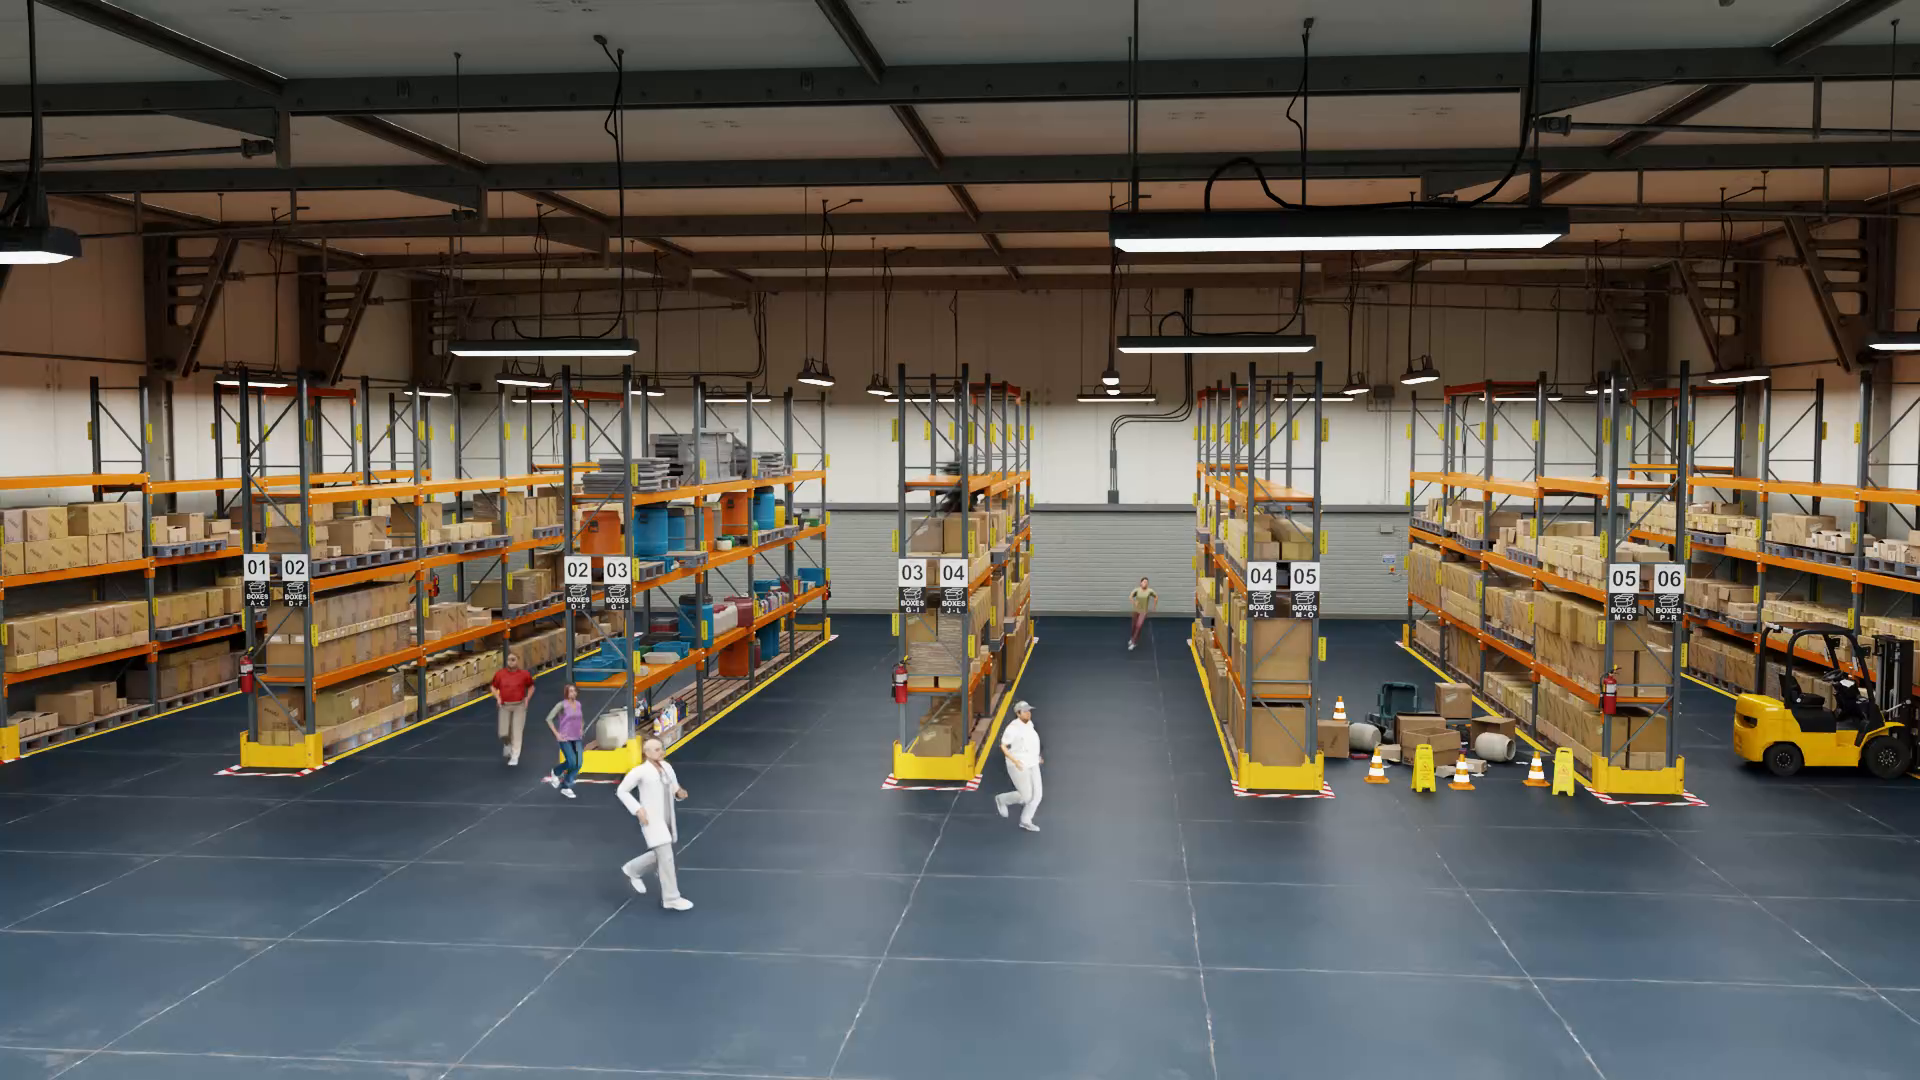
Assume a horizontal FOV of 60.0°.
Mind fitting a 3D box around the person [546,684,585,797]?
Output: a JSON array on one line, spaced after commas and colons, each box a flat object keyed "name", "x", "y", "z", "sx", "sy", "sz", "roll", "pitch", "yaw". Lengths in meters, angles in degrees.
[{"name": "person", "x": -5.404, "y": 2.768, "z": 22.964, "sx": 0.502, "sy": 1.553, "sz": 0.543, "roll": 3, "pitch": 5, "yaw": 37}]

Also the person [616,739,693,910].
[{"name": "person", "x": -3.219, "y": 2.979, "z": 17.568, "sx": 1.027, "sy": 1.755, "sz": 0.715, "roll": 2, "pitch": 4, "yaw": 29}]

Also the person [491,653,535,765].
[{"name": "person", "x": -6.774, "y": 2.543, "z": 25.205, "sx": 0.649, "sy": 1.680, "sz": 0.595, "roll": -1, "pitch": 4, "yaw": -11}]

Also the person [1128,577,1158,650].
[{"name": "person", "x": 4.228, "y": 1.690, "z": 38.743, "sx": 0.697, "sy": 1.661, "sz": 0.887, "roll": 1, "pitch": 4, "yaw": 15}]

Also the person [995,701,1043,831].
[{"name": "person", "x": 0.762, "y": 2.849, "z": 21.071, "sx": 0.586, "sy": 1.629, "sz": 0.613, "roll": 3, "pitch": 5, "yaw": 41}]
